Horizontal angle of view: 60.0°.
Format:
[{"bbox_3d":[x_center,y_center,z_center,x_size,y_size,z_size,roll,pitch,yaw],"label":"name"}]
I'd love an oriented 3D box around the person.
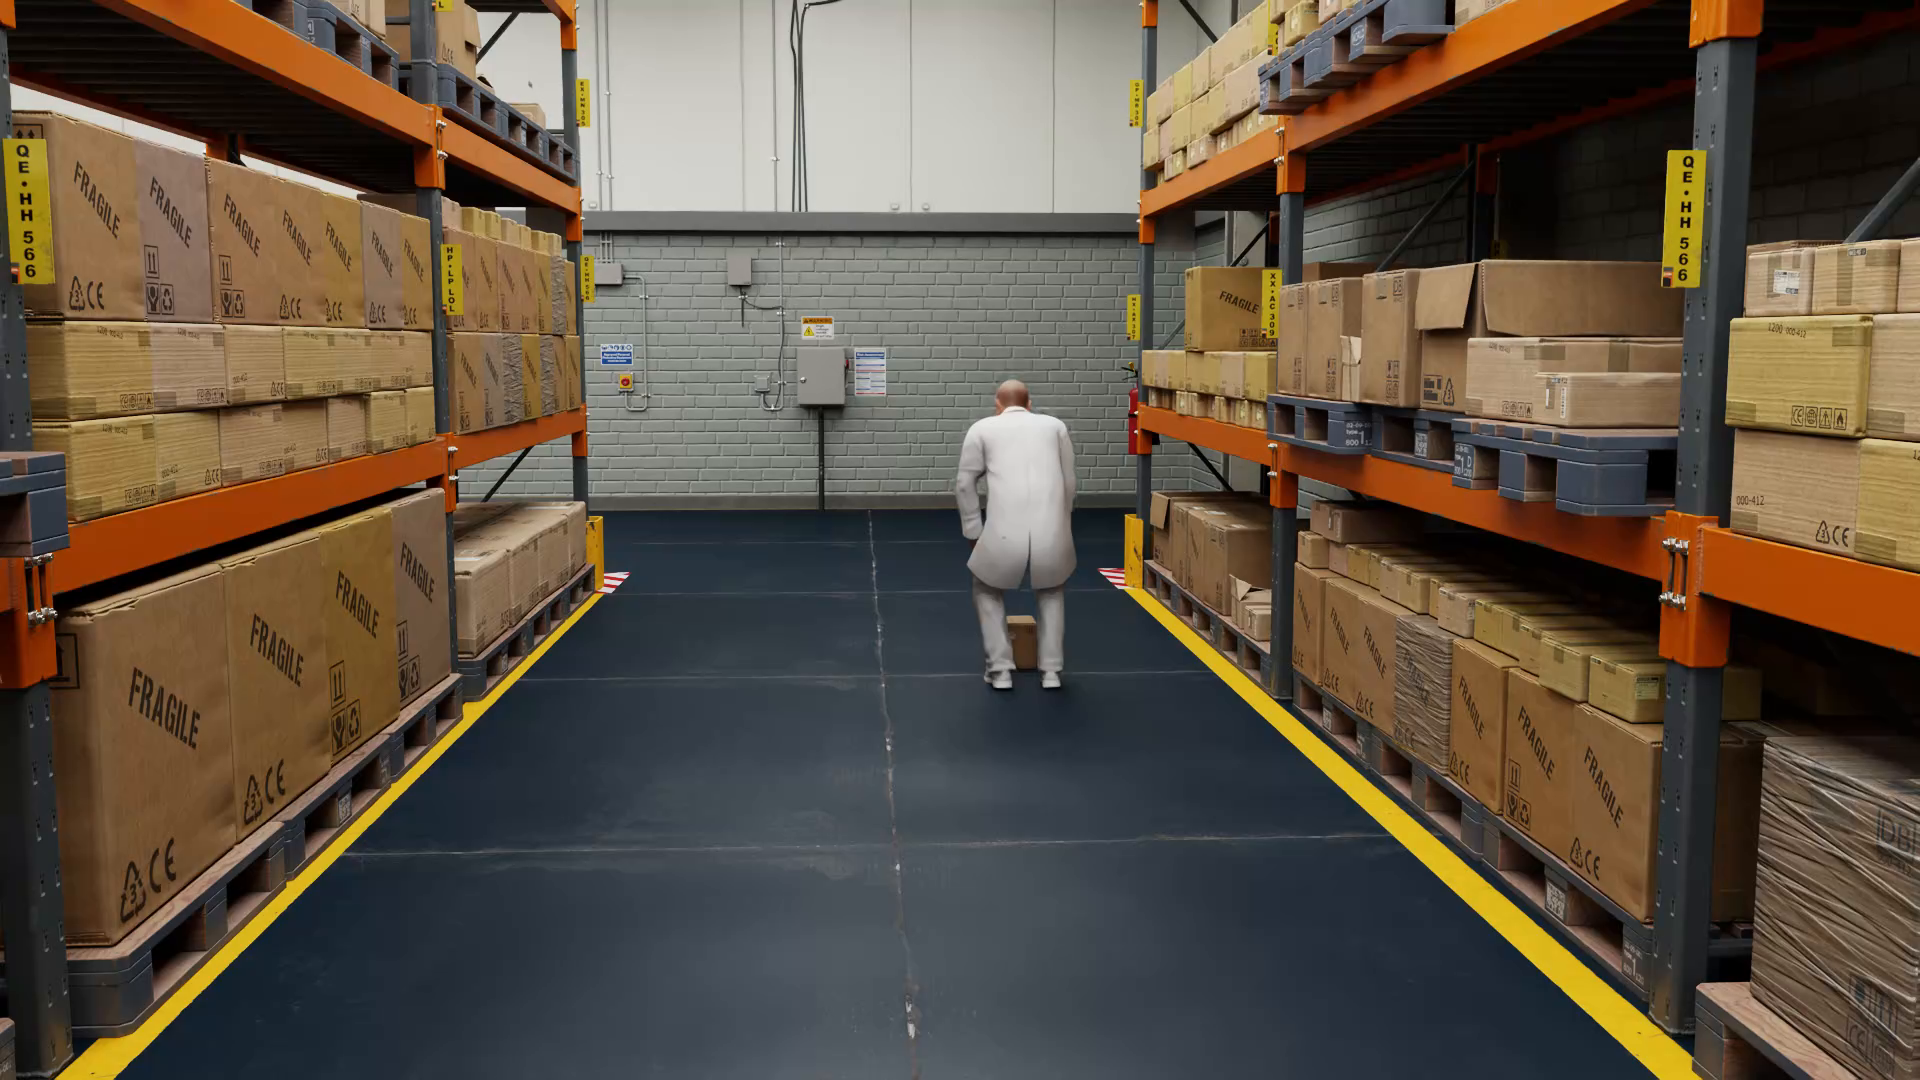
[{"bbox_3d":[0.293,-0.032,8.518,0.626,1.564,0.613,0,7,-3],"label":"person"}]
